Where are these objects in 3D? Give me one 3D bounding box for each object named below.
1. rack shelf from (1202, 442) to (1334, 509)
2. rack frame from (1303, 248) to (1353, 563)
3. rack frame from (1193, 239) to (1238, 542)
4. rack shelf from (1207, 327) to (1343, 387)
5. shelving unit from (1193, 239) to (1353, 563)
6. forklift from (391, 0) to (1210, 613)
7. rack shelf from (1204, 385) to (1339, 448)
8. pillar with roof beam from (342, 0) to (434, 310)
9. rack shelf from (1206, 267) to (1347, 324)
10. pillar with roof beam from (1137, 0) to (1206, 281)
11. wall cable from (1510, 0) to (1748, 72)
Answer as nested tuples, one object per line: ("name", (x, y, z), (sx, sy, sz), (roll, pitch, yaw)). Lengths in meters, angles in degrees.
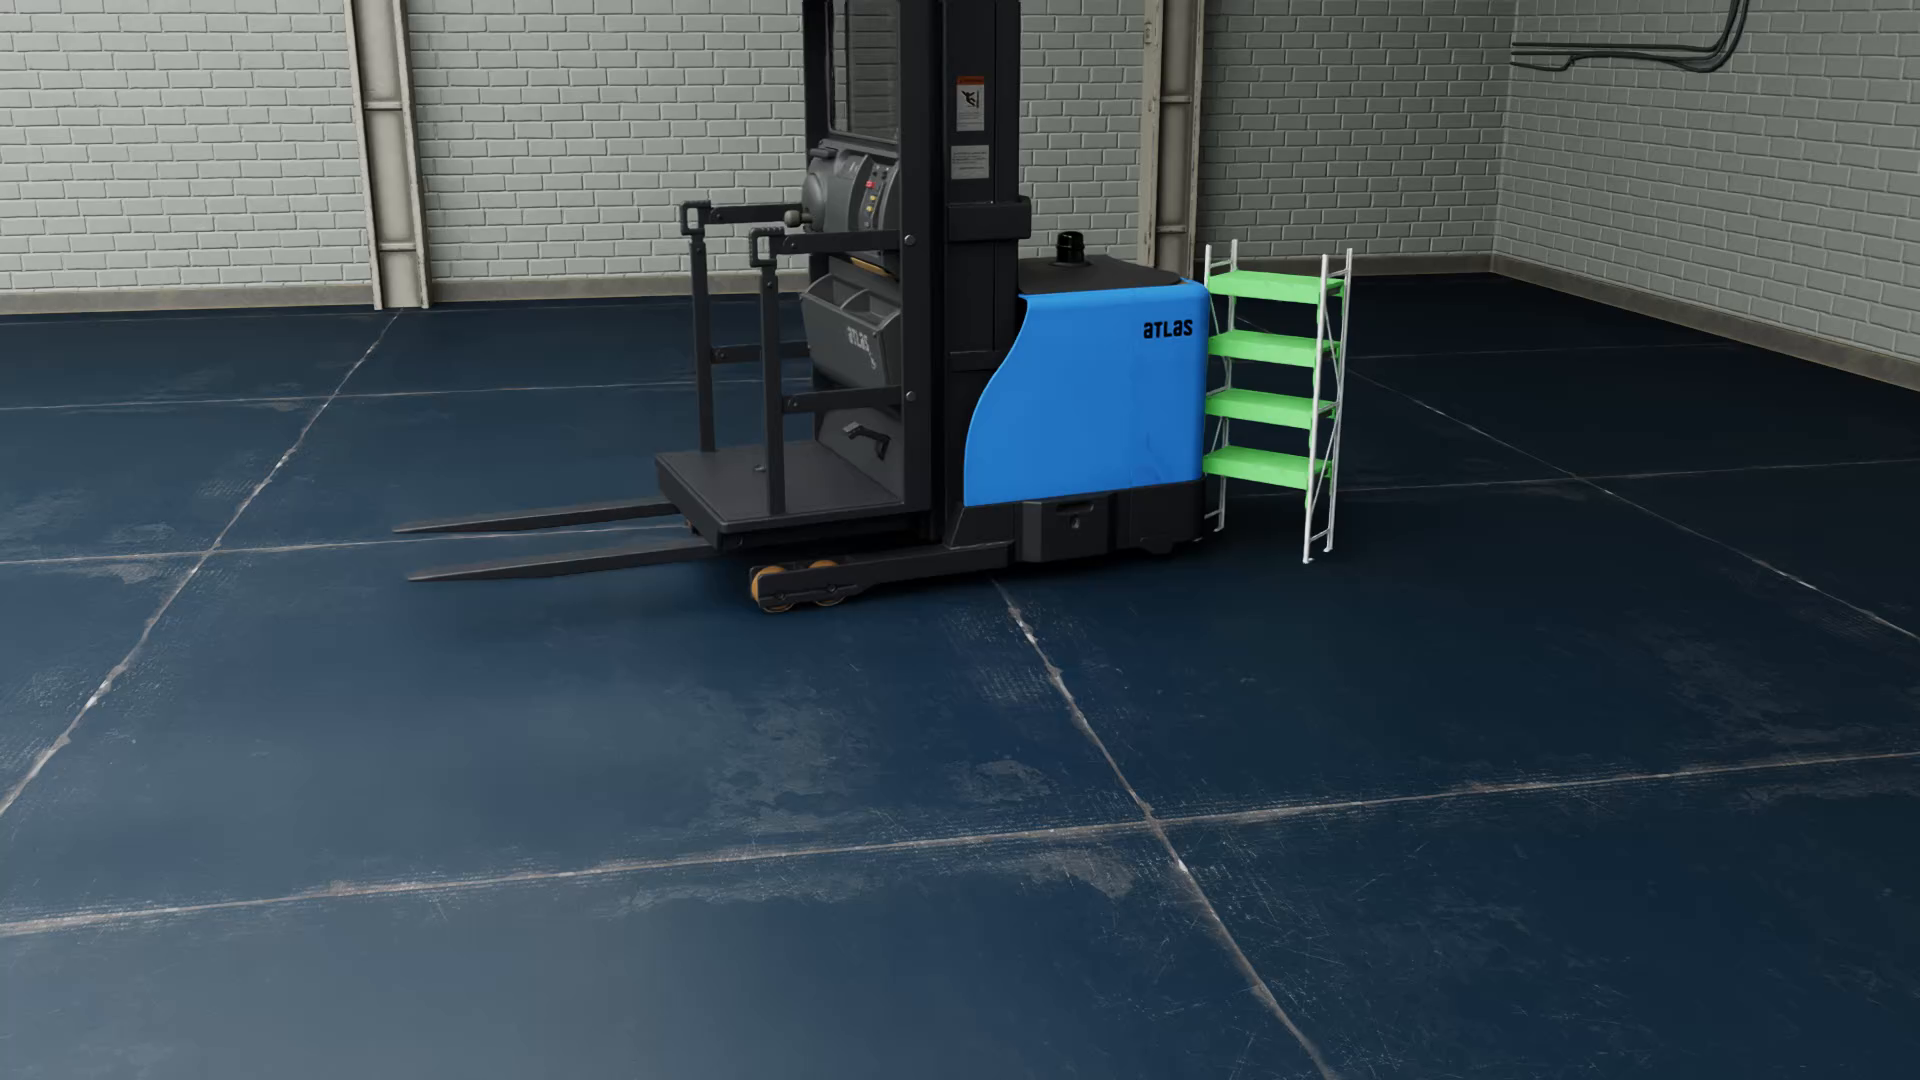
("rack shelf", (1.226, -0.263, 6.661), (0.480, 0.148, 0.258), (12, 21, 35))
("rack frame", (1.423, -0.511, 6.433), (0.015, 1.200, 0.240), (12, 21, 35))
("rack frame", (1.030, -0.596, 6.710), (0.015, 1.200, 0.240), (12, 21, 35))
("rack shelf", (1.226, -0.722, 6.520), (0.480, 0.148, 0.258), (12, 21, 35))
("shelving unit", (1.226, -0.554, 6.571), (0.503, 1.200, 0.258), (12, 21, 35))
("forklift", (-0.595, -1.314, 6.098), (3.031, 2.935, 1.130), (-7, 18, -21))
("rack shelf", (1.226, -0.493, 6.590), (0.480, 0.148, 0.258), (12, 21, 35))
("pillar with roof beam", (-3.389, -4.835, 7.229), (0.400, 9.000, 9.100), (-3, 17, -10))
("rack shelf", (1.226, -0.952, 6.449), (0.480, 0.148, 0.258), (12, 21, 35))
("pillar with roof beam", (2.502, -5.170, 8.317), (0.400, 9.000, 9.100), (-3, 17, -10))
("wall cable", (4.829, -4.709, 12.106), (0.112, 2.526, 3.097), (-3, 17, -10))
